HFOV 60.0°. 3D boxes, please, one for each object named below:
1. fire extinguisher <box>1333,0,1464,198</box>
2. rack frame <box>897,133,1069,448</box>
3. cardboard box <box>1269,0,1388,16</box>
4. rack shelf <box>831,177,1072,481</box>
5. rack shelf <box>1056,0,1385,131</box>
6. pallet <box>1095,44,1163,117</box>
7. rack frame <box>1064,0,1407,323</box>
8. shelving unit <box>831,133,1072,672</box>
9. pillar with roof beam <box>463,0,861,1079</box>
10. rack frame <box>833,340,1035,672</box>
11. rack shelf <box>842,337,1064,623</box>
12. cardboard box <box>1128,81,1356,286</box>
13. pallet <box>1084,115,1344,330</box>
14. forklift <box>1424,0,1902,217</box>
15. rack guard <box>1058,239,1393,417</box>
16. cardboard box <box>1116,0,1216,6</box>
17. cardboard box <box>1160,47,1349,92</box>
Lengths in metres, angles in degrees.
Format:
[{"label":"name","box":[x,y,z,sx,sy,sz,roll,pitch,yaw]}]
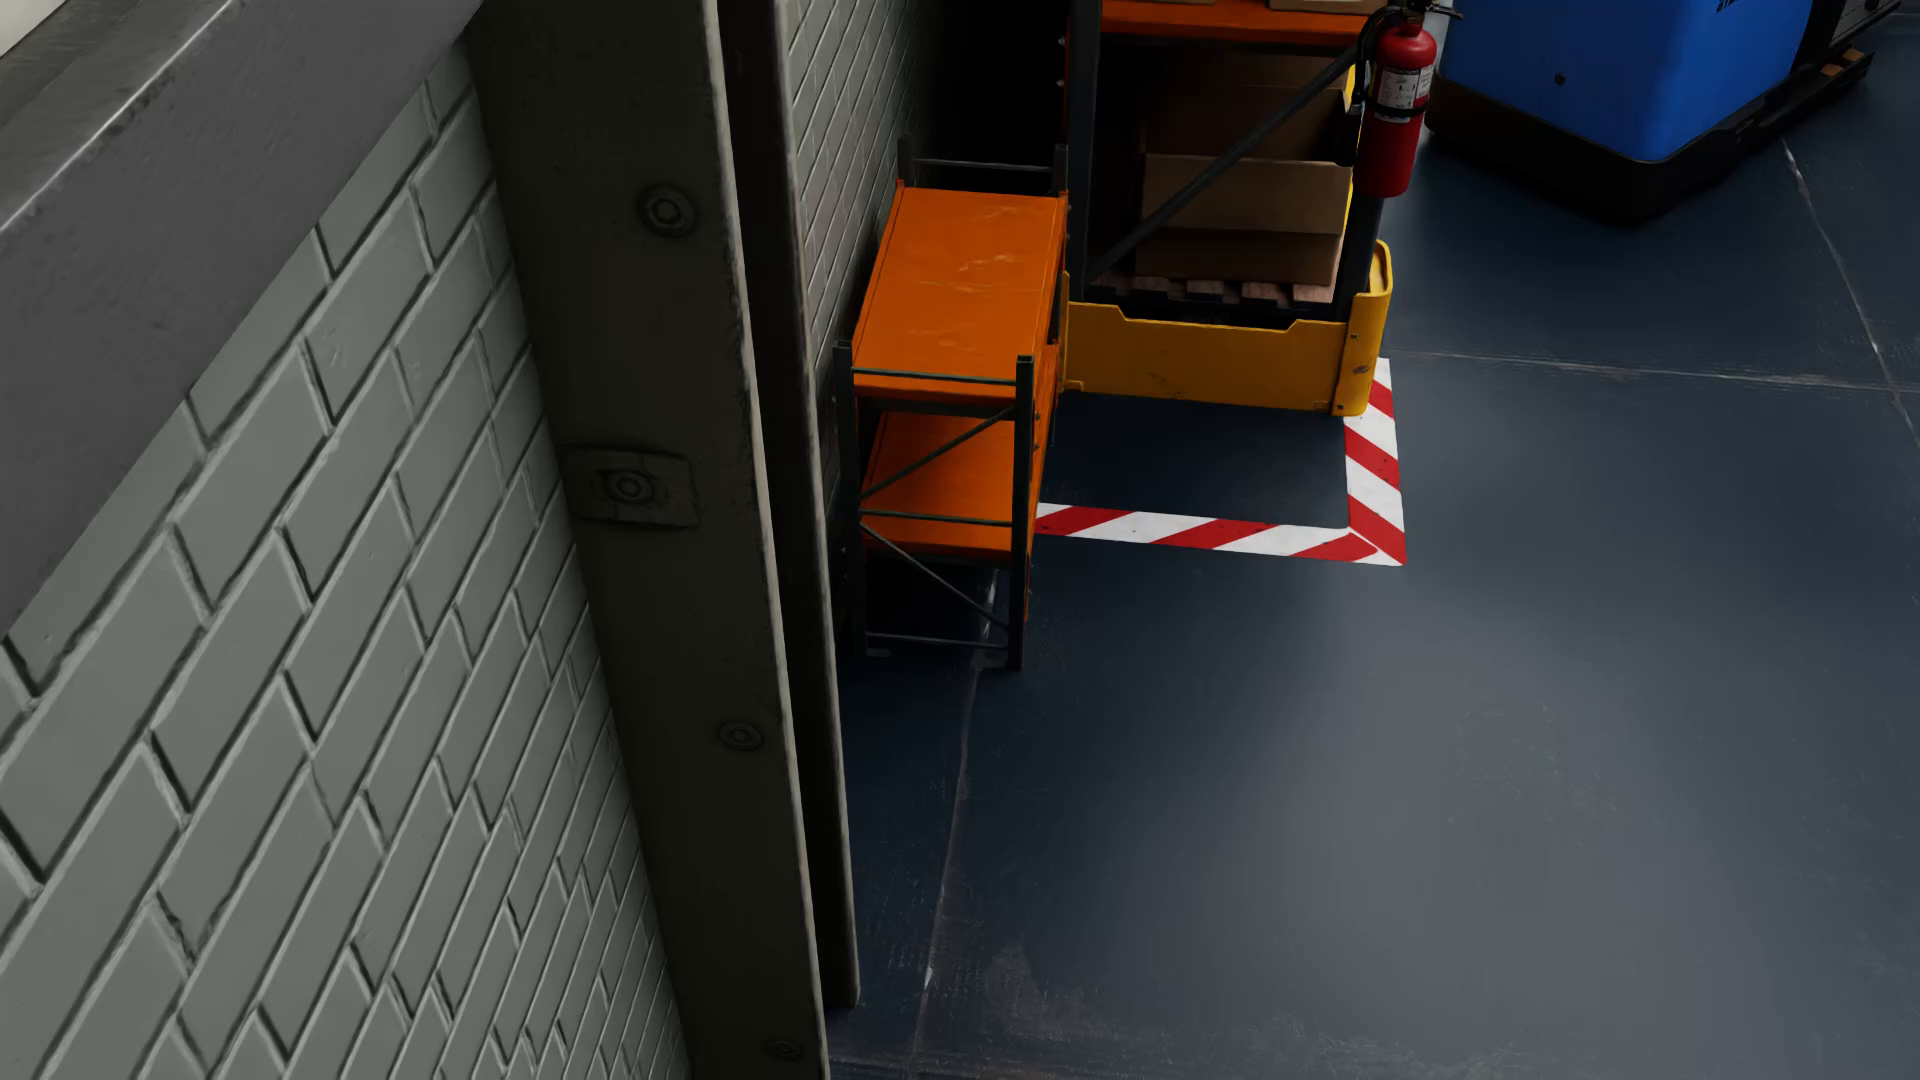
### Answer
[{"label":"fire extinguisher","box":[1.266,-1.319,4.788,0.296,0.674,0.183,5,44,6]},{"label":"rack frame","box":[0.067,-0.751,5.225,0.500,1.125,0.032,5,44,5]},{"label":"cardboard box","box":[1.143,-1.732,5.080,0.380,0.149,0.250,5,44,5]},{"label":"rack shelf","box":[0.000,-0.617,4.657,0.538,0.278,1.000,5,44,5]},{"label":"rack shelf","box":[1.092,-2.726,6.471,1.077,0.370,4.000,5,44,6]},{"label":"pallet","box":[1.106,-2.036,7.247,1.003,0.211,1.213,5,44,6]},{"label":"rack frame","box":[0.827,-1.624,4.784,1.000,3.000,0.127,5,44,6]},{"label":"shelving unit","box":[0.000,-0.404,4.859,0.538,1.125,1.048,5,44,5]},{"label":"pillar with roof beam","box":[3.845,-1.656,0.454,9.100,9.000,0.400,5,44,6]},{"label":"rack frame","box":[-0.066,-0.058,4.493,0.500,1.125,0.032,5,44,5]},{"label":"rack shelf","box":[0.001,-0.227,5.027,0.538,0.278,1.000,5,44,5]},{"label":"cardboard box","box":[1.002,-1.279,5.929,0.797,0.503,0.637,4,44,4]},{"label":"pallet","box":[0.942,-1.207,6.371,1.003,0.211,1.213,5,44,6]},{"label":"forklift","box":[3.376,-3.208,6.506,3.031,2.935,1.130,-32,52,-30]},{"label":"rack guard","box":[0.837,-0.768,5.698,1.175,0.500,0.348,5,44,6]},{"label":"cardboard box","box":[0.605,-1.783,5.135,0.380,0.149,0.250,5,44,5]},{"label":"cardboard box","box":[1.154,-1.856,6.542,0.700,0.500,0.500,7,44,7]}]
